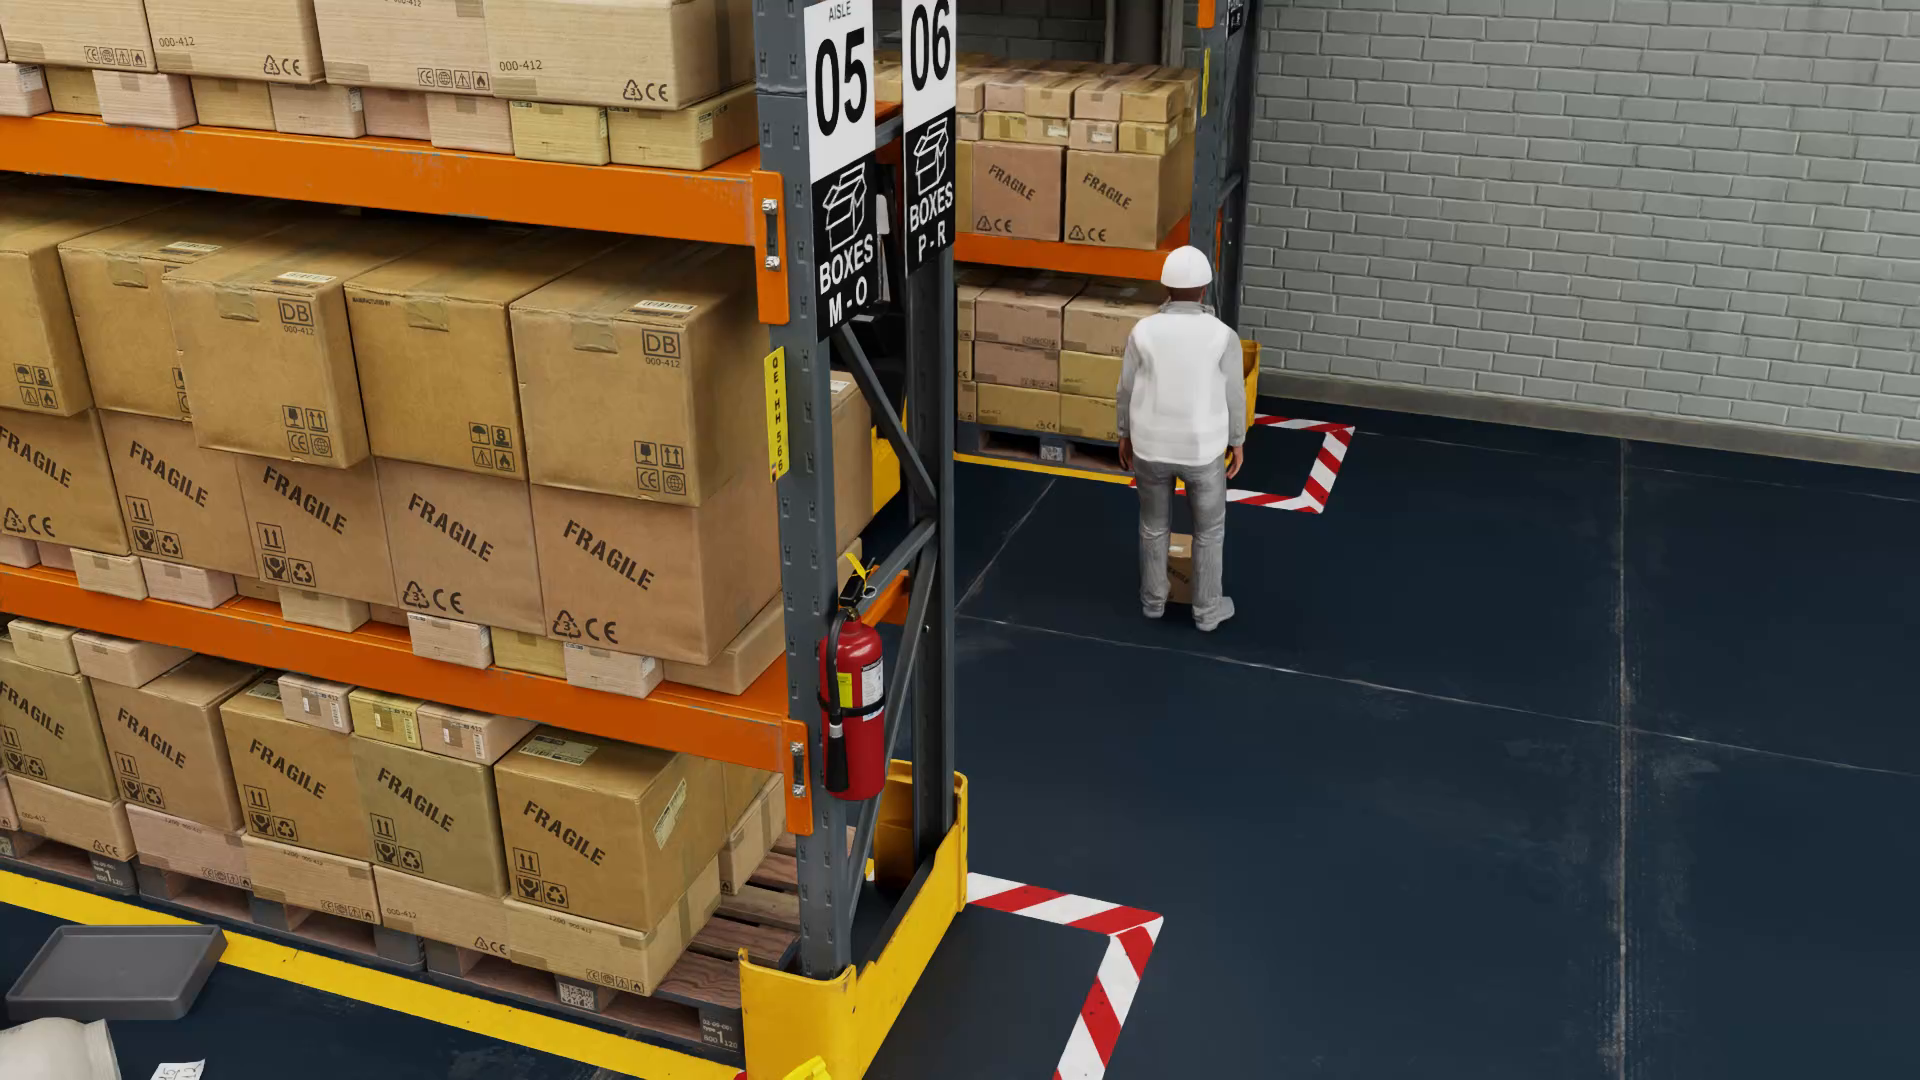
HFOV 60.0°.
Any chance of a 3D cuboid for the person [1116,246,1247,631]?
[{"bbox_3d":[0.996,-0.442,7.506,0.591,1.770,0.476,7,26,14],"label":"person"}]
